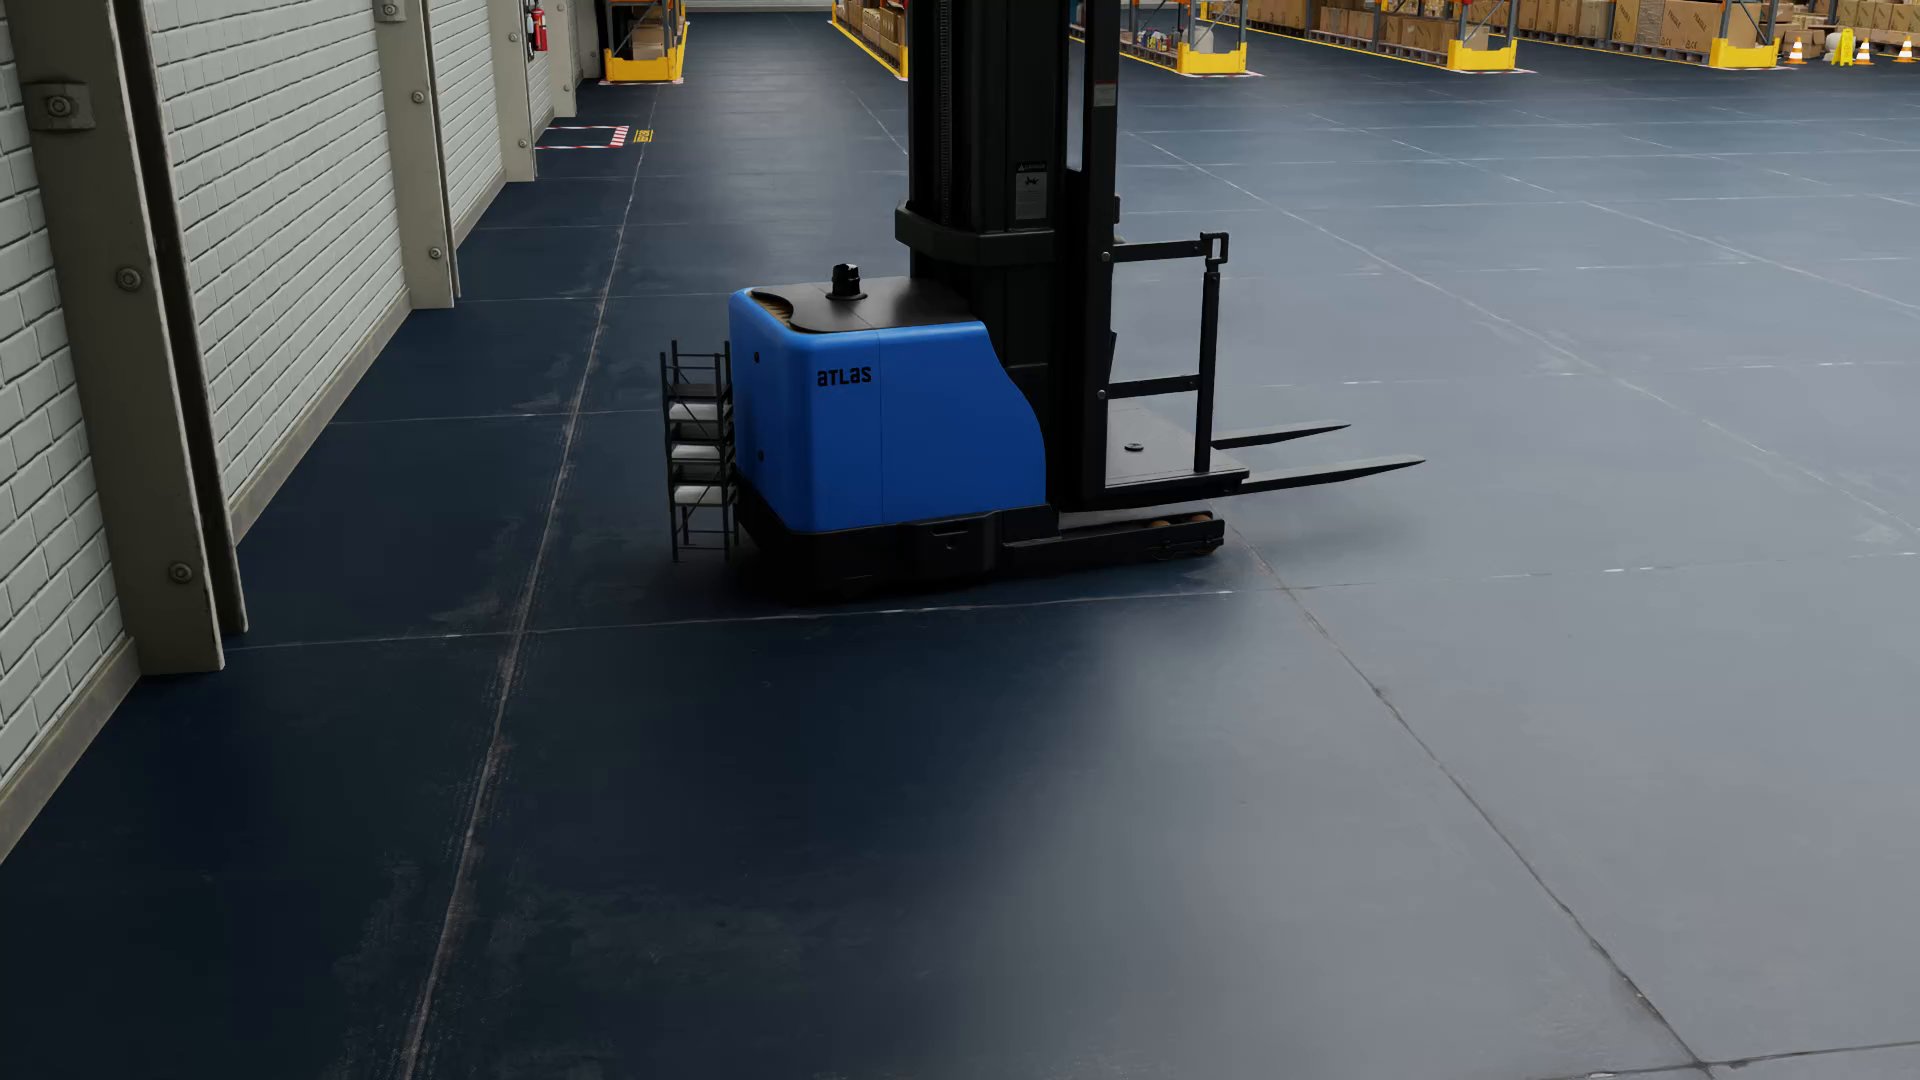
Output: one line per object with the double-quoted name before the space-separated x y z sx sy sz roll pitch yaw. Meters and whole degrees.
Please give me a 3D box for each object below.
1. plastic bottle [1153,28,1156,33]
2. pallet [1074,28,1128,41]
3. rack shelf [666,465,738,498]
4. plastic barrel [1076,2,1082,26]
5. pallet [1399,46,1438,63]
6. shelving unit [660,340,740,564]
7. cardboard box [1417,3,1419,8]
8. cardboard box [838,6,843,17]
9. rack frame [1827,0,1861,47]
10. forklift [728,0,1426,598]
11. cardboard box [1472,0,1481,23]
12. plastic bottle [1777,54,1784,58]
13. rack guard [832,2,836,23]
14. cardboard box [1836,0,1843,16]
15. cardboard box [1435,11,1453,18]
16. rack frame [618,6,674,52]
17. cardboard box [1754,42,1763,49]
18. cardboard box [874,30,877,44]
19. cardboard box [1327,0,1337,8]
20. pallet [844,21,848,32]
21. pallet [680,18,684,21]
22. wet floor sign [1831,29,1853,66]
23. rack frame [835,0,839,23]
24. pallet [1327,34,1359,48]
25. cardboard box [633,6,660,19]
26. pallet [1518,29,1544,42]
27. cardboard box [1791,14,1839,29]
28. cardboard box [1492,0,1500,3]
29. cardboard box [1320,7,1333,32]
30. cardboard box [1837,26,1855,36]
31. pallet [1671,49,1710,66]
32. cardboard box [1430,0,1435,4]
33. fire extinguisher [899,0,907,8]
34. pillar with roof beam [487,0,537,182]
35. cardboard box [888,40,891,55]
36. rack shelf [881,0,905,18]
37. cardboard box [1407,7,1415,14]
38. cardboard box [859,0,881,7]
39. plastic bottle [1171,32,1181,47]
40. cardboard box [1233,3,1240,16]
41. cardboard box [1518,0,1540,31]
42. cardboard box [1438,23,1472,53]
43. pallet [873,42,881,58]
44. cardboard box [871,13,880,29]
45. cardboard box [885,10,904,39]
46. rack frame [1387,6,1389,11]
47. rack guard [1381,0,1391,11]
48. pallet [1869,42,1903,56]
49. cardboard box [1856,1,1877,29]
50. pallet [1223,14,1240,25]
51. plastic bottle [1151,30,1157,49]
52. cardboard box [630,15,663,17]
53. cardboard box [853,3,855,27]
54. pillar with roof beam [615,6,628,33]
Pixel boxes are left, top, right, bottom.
"plastic bottle" 3.742 -9.666 31.965 0.144 0.351 0.185 -3 21 -8
"pallet" 3.162 -11.343 37.285 1.003 0.211 1.213 -3 21 -8
"rack shelf" -1.074 -0.247 6.944 0.258 0.077 0.200 1 21 3
"plastic barrel" 2.897 -12.160 38.443 0.421 0.512 0.421 0 20 0
"pallet" 9.105 -9.283 31.769 1.003 0.211 1.213 -3 21 -8
"shelving unit" -1.074 -0.362 6.901 0.258 0.900 0.210 1 21 3
"cardboard box" 12.086 -13.874 43.126 0.380 0.149 0.250 -2 21 -5
"cardboard box" -2.797 -13.269 41.757 0.500 0.250 0.500 -3 21 -8
"rack frame" 18.601 -11.743 34.370 1.000 3.000 0.127 -3 21 -8
"forklift" 0.588 -1.451 6.912 3.031 2.935 1.130 -8 22 -19
"cardboard box" 12.575 -12.621 39.693 0.500 0.500 0.500 -3 21 -7
"plastic bottle" 15.871 -9.426 32.366 0.133 0.061 0.283 -11 23 -26
"rack guard" -2.728 -13.702 43.189 1.175 0.500 0.348 -3 21 -8
"cardboard box" 22.293 -13.428 41.853 0.500 0.500 0.500 -3 21 -8
"cardboard box" 12.170 -13.208 41.767 0.380 0.149 0.250 -3 21 -7
"rack frame" -5.910 -10.494 31.026 1.000 3.000 0.127 -3 21 -8
"cardboard box" 15.787 -9.675 32.742 0.396 0.266 0.258 1 20 2
"cardboard box" -1.427 -9.958 32.920 0.500 0.250 0.500 -3 21 -9
"cardboard box" 8.344 -11.784 36.352 0.500 0.250 0.500 -2 21 -6
"pallet" -2.260 -12.446 40.239 1.003 0.211 1.213 -3 21 -8
"pallet" -7.275 -12.648 40.778 1.003 0.211 1.213 -3 21 -8
"wet floor sign" 16.257 -9.061 30.553 0.267 0.644 0.232 -7 21 -17
"rack frame" -2.739 -14.900 42.822 1.000 3.000 0.127 -3 21 -8
"pallet" 8.502 -10.630 35.375 1.003 0.211 1.213 -3 21 -8
"cardboard box" -6.100 -10.287 32.343 0.500 0.250 0.500 -3 21 -9
"pallet" 13.180 -11.260 37.063 1.003 0.211 1.213 -3 21 -8
"cardboard box" 18.416 -11.139 35.909 0.950 0.372 0.625 -2 21 -4
"cardboard box" 12.699 -12.618 38.614 0.500 0.250 0.500 -3 21 -7
"cardboard box" 8.334 -11.432 36.482 0.700 0.500 0.500 -4 21 -11
"cardboard box" 18.419 -10.434 34.195 0.500 0.250 0.500 -4 21 -10
"pallet" 14.101 -9.040 31.119 1.003 0.211 1.213 -3 21 -8
"cardboard box" 12.136 -13.651 42.102 0.380 0.149 0.250 -3 21 -8
"fire extinguisher" -0.875 -9.259 27.831 0.296 0.674 0.183 -3 21 -8
"pillar with roof beam" -0.301 -8.180 16.257 9.100 9.000 0.400 -3 21 -8
"cardboard box" -1.030 -8.958 30.244 0.500 0.250 0.500 -3 21 -8
"rack shelf" -0.721 -9.716 29.970 1.077 0.370 4.000 -3 21 -8
"cardboard box" 11.917 -13.837 43.450 0.380 0.149 0.250 -4 21 -10
"cardboard box" -1.965 -11.848 36.522 0.500 0.250 0.500 -2 21 -6
"plastic bottle" 4.156 -9.633 31.984 0.152 0.276 0.135 -3 21 -8
"cardboard box" 7.495 -13.759 42.203 0.875 0.875 0.875 -3 21 -8
"cardboard box" 13.139 -11.771 37.060 1.050 0.750 0.750 -3 21 -8
"cardboard box" 9.177 -9.306 30.819 0.500 0.500 0.500 2 21 6
"pallet" -1.154 -9.692 32.864 1.003 0.211 1.213 -3 21 -8
"cardboard box" -1.502 -10.395 33.289 0.500 0.311 0.500 -3 21 -8
"cardboard box" -1.108 -9.482 30.575 0.500 0.500 0.500 -3 21 -8
"rack frame" 11.987 -15.613 44.732 1.000 3.000 0.127 -3 21 -8
"rack guard" 11.998 -14.416 45.099 1.175 0.500 0.348 -3 21 -8
"pallet" 18.912 -9.783 33.107 1.003 0.211 1.213 -3 21 -8
"cardboard box" 18.508 -10.600 33.569 0.500 0.500 0.500 -2 21 -6
"pallet" 7.430 -13.397 42.785 1.003 0.211 1.213 -3 21 -8
"plastic bottle" 3.687 -9.446 31.376 0.144 0.351 0.185 -3 21 -8
"cardboard box" -6.191 -10.138 33.017 0.700 0.500 0.500 -3 21 -7
"cardboard box" -2.181 -12.013 38.036 0.500 0.500 0.500 -3 21 -7
"pillar with roof beam" -3.760 -16.490 38.505 9.100 9.000 0.400 -3 21 -8
